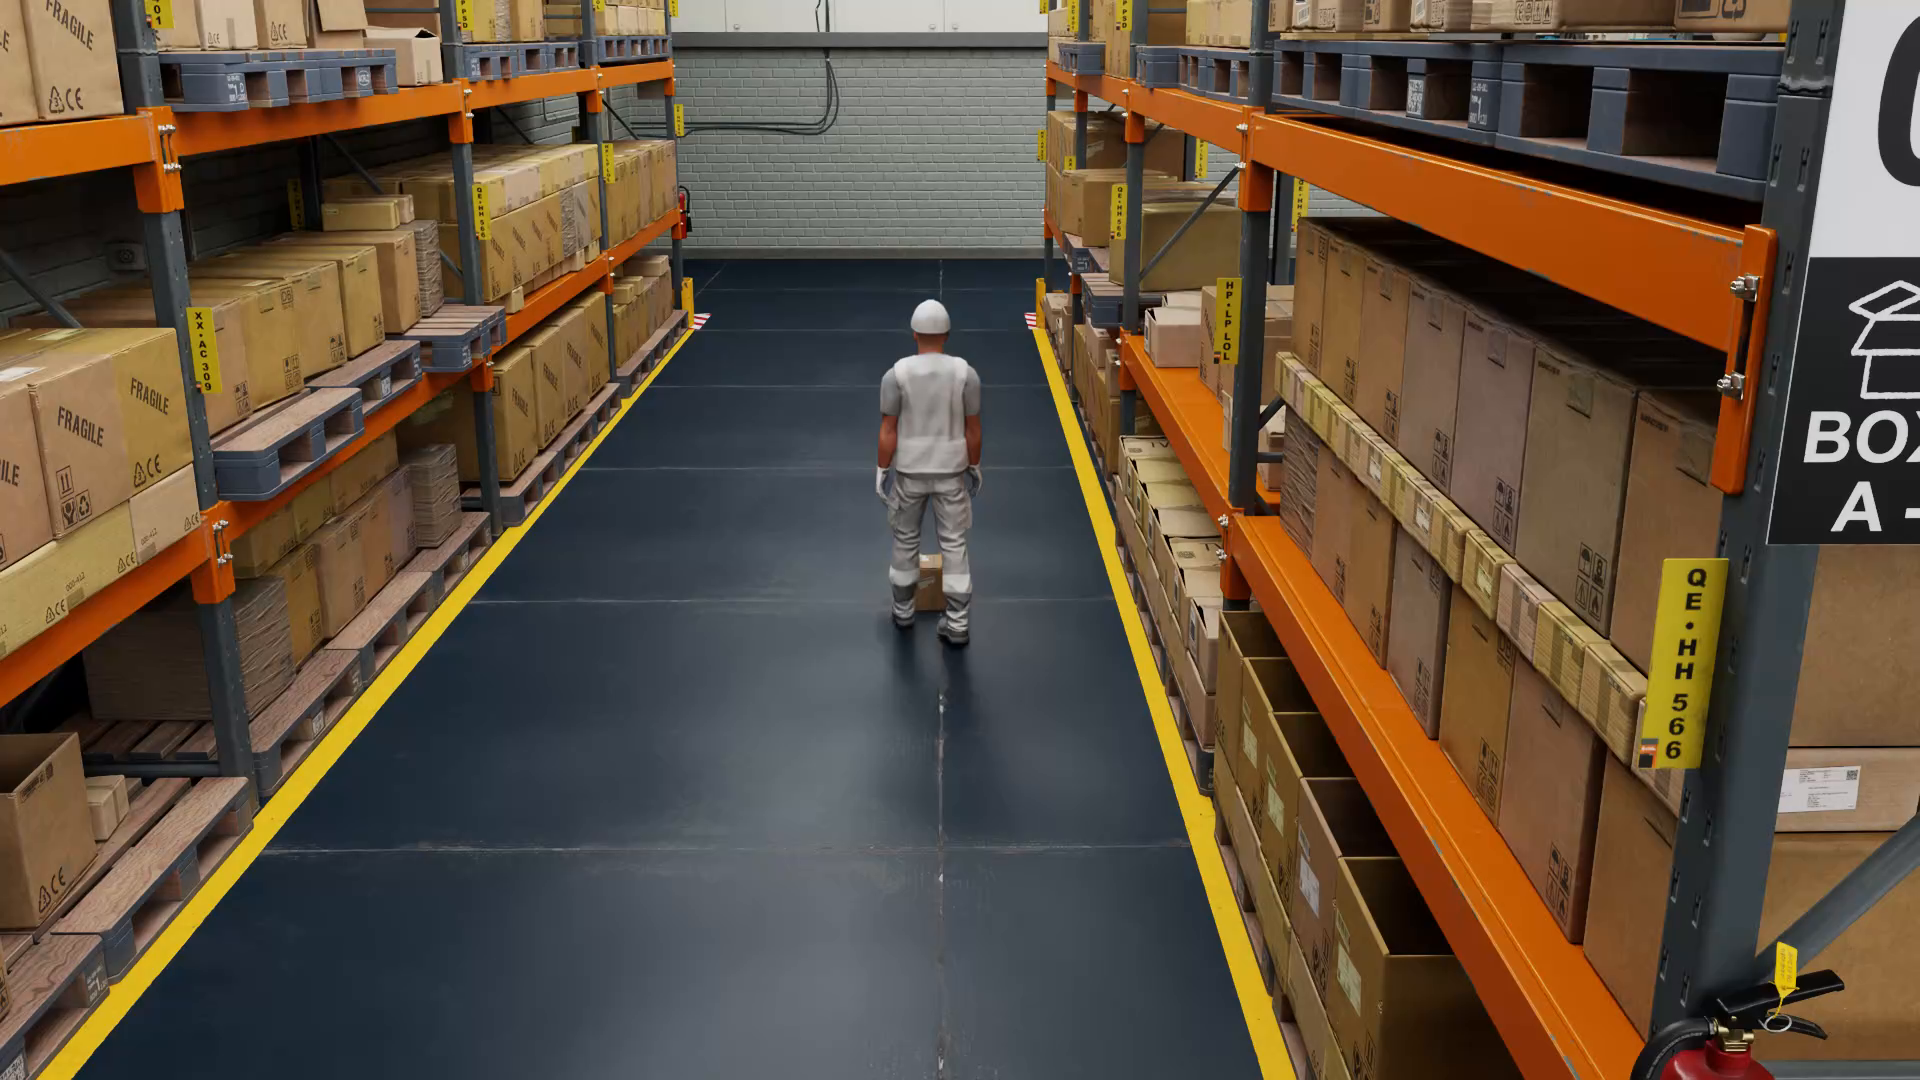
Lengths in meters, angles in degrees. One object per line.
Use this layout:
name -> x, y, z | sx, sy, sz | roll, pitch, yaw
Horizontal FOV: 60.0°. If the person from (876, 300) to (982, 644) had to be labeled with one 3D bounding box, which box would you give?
person -> -0.167, -0.383, 8.738 | 0.562, 1.786, 0.625 | -1, 17, -5
